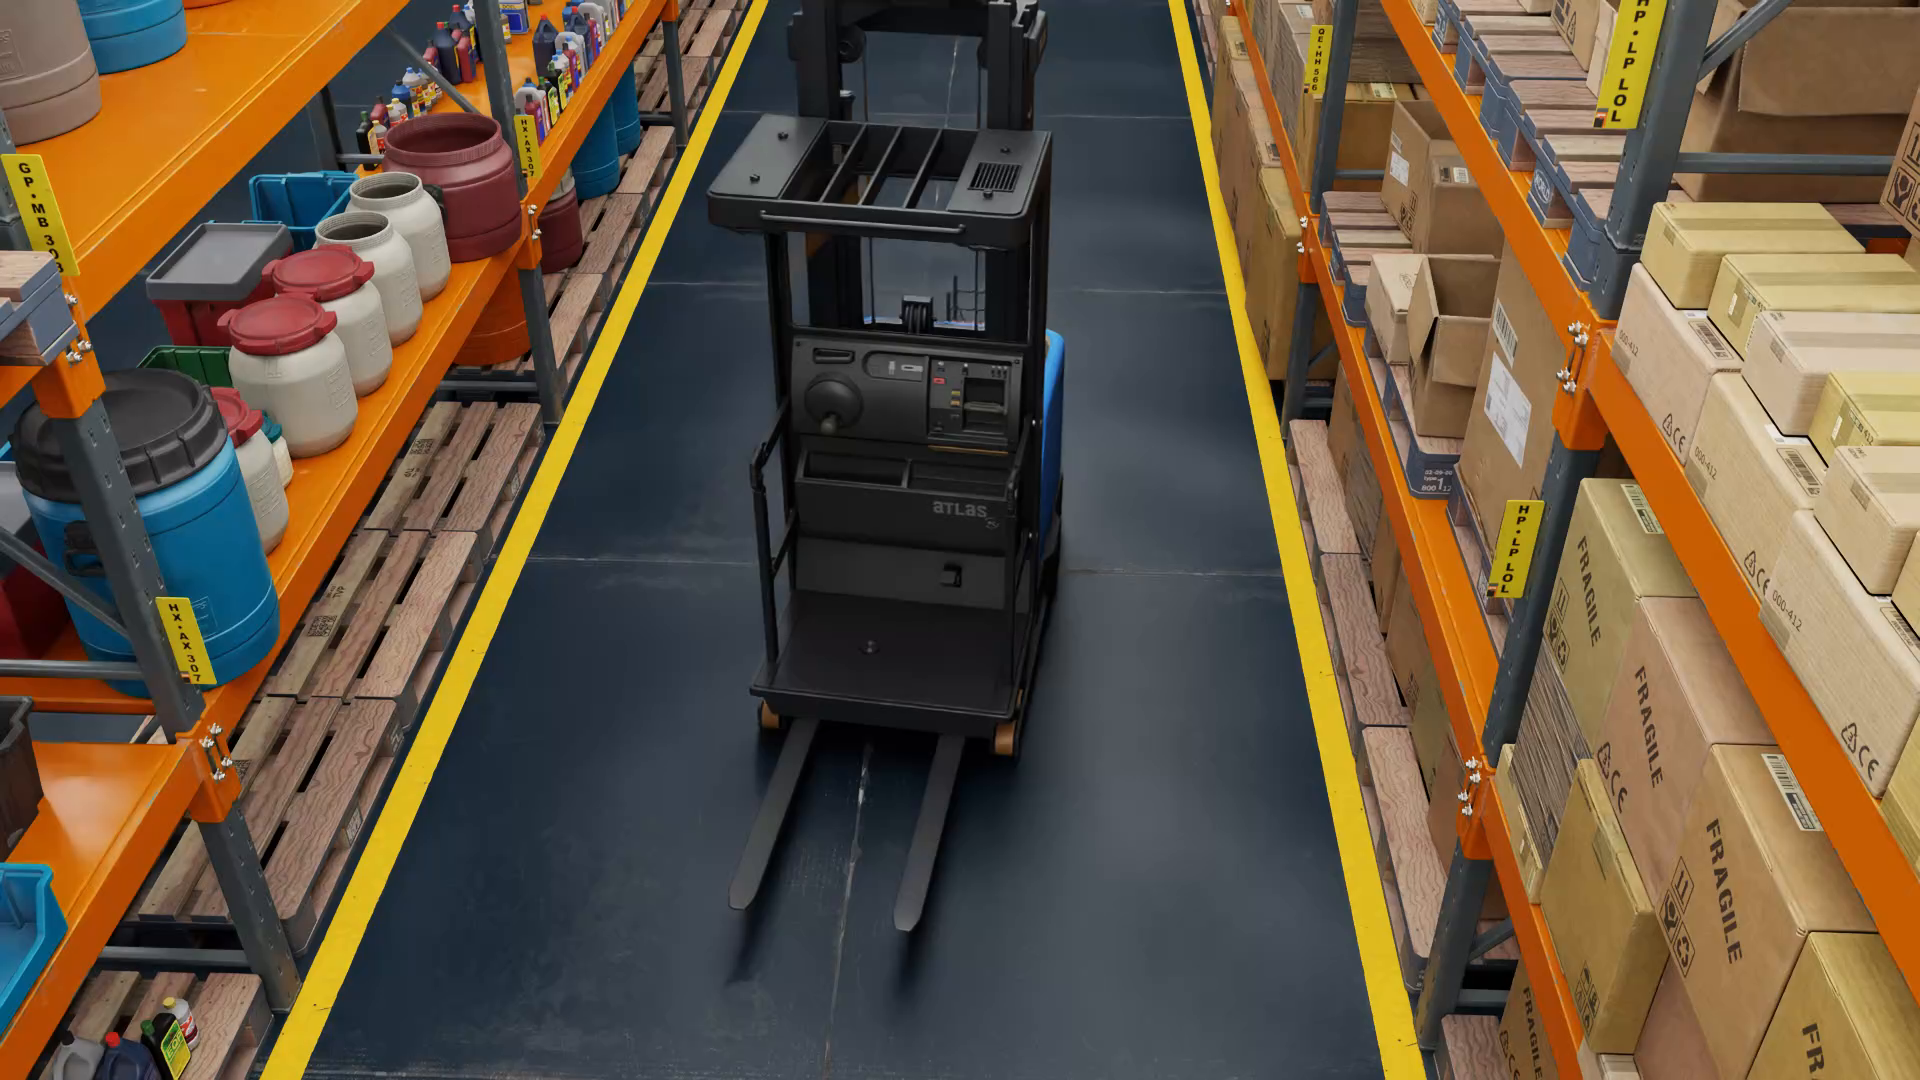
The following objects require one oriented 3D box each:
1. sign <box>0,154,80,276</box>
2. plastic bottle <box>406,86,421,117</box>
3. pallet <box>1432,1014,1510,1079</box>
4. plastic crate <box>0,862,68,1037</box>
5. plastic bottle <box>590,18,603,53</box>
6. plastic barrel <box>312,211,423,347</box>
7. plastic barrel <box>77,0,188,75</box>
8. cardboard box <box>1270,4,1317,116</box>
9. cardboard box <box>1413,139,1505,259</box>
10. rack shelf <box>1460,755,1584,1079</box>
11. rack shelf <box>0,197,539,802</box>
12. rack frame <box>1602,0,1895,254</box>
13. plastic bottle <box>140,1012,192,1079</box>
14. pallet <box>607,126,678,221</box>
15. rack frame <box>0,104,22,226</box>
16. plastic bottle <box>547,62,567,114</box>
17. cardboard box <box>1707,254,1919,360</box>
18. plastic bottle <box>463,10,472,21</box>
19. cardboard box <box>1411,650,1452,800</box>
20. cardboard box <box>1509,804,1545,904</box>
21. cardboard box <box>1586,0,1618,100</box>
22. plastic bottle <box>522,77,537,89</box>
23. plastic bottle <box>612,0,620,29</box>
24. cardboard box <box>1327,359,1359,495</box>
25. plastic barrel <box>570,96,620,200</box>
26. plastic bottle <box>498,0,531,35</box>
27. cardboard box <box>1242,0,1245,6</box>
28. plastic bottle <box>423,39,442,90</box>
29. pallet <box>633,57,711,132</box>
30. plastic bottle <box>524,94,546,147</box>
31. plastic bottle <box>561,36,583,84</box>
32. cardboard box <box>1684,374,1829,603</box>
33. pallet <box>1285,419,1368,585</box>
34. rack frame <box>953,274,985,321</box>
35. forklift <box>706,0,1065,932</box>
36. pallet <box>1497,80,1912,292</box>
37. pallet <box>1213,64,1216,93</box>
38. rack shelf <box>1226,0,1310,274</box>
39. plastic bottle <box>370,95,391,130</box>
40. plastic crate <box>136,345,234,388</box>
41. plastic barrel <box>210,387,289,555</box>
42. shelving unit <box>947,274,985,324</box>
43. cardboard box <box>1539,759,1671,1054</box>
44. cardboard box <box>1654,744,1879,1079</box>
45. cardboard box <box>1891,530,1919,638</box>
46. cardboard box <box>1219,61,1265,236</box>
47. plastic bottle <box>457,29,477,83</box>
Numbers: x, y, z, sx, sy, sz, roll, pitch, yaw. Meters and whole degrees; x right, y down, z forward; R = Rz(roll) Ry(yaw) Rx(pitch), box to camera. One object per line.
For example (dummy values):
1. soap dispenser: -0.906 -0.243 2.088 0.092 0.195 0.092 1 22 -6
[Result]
1. sign: -2.312 -0.814 4.184 0.100 0.325 0.005 1 35 2
2. plastic bottle: -3.067 -2.428 9.269 0.097 0.201 0.097 0 35 0
3. pallet: 2.096 2.039 5.165 1.003 0.211 1.213 1 35 2
4. plastic crate: -2.634 1.100 4.205 0.499 0.251 0.616 1 35 2
5. plastic bottle: -2.260 -3.106 10.234 0.097 0.201 0.097 0 35 0
6. plastic barrel: -2.545 -1.109 7.121 0.421 0.512 0.421 0 35 0
7. plastic barrel: -3.005 -2.084 5.561 0.600 0.901 0.708 1 35 2
8. cardboard box: 2.064 -2.701 9.398 0.500 0.500 0.500 0 35 0
9. cardboard box: 2.344 -1.365 7.131 0.700 0.500 0.500 6 36 9
10. rack shelf: 2.007 1.955 3.485 1.077 0.370 4.000 1 35 2
11. rack shelf: -2.781 -0.457 6.918 1.077 0.370 4.000 1 35 2
12. rack frame: 2.088 -1.943 3.188 1.000 3.000 0.127 1 35 2
13. plastic bottle: -2.551 1.613 5.326 0.061 0.283 0.133 3 35 4
14. pallet: -2.612 -2.616 11.788 1.003 0.211 1.213 1 35 2
15. rack frame: -2.861 -2.057 3.351 1.000 3.000 0.127 1 35 2
16. plastic bottle: -2.281 -2.568 9.397 0.061 0.283 0.133 1 35 2
17. cardboard box: 1.824 -0.483 3.504 0.380 0.149 0.250 0 35 0
18. plastic bottle: -3.022 -3.102 10.167 0.097 0.271 0.097 0 35 0
19. cardboard box: 2.172 0.729 6.396 0.700 0.500 0.500 1 35 2
20. cardboard box: 1.756 0.874 4.616 0.380 0.149 0.250 1 35 2
21. cardboard box: 2.026 -1.375 4.740 0.396 0.266 0.258 3 35 4
22. plastic bottle: -2.370 -2.422 9.200 0.097 0.271 0.097 0 35 0
23. plastic bottle: -2.268 -3.415 10.608 0.152 0.276 0.135 1 35 2
24. cardboard box: 2.242 -0.558 8.227 0.700 0.500 0.500 0 35 -1
25. plastic barrel: -2.607 -2.793 11.075 0.600 0.901 0.708 1 35 2
26. plastic bottle: -2.824 -3.356 10.524 0.152 0.276 0.135 1 35 2
27. cardboard box: 2.141 -3.867 11.056 0.500 0.500 0.500 1 35 2
28. plastic bottle: -3.065 -2.752 9.658 0.061 0.283 0.133 1 35 2
29. pallet: -2.549 -3.481 13.020 1.003 0.211 1.213 1 35 2
30. plastic bottle: -2.301 -2.282 8.990 0.061 0.283 0.133 1 35 2
31. plastic bottle: -2.282 -2.819 9.764 0.097 0.271 0.097 0 35 0
32. cardboard box: 1.798 -0.097 3.302 0.500 0.250 0.500 1 35 1
33. pallet: 2.216 -0.197 8.346 1.003 0.211 1.213 1 35 2
34. rack frame: 0.087 -0.773 8.306 0.240 1.200 0.006 6 35 8
35. forklift: -0.248 -0.520 6.441 1.130 2.935 3.031 6 35 8
36. pallet: 2.219 -0.991 4.606 1.213 0.211 1.003 1 35 2
37. pallet: 2.518 -3.379 12.874 1.003 0.211 1.213 1 35 2
38. rack shelf: 2.329 -2.641 10.025 1.077 0.370 4.000 1 35 2
39. plastic bottle: -3.101 -2.228 8.913 0.061 0.283 0.133 1 35 2
40. plastic crate: -3.073 -0.523 6.570 0.450 0.188 0.662 1 35 2
41. plastic barrel: -2.604 -0.203 5.812 0.433 0.535 0.433 0 35 0
42. shelving unit: 0.072 -0.721 8.233 0.258 1.200 0.189 6 35 8
43. cardboard box: 1.953 0.893 4.025 0.875 0.500 0.500 1 35 2
44. cardboard box: 1.776 0.767 3.334 0.500 0.500 0.500 1 35 2
45. cardboard box: 1.752 0.112 2.656 0.380 0.149 0.250 1 35 1
46. cardboard box: 2.368 -2.505 10.689 1.225 0.875 0.875 0 35 0
47. plastic bottle: -2.913 -2.855 9.805 0.061 0.283 0.133 1 35 2
